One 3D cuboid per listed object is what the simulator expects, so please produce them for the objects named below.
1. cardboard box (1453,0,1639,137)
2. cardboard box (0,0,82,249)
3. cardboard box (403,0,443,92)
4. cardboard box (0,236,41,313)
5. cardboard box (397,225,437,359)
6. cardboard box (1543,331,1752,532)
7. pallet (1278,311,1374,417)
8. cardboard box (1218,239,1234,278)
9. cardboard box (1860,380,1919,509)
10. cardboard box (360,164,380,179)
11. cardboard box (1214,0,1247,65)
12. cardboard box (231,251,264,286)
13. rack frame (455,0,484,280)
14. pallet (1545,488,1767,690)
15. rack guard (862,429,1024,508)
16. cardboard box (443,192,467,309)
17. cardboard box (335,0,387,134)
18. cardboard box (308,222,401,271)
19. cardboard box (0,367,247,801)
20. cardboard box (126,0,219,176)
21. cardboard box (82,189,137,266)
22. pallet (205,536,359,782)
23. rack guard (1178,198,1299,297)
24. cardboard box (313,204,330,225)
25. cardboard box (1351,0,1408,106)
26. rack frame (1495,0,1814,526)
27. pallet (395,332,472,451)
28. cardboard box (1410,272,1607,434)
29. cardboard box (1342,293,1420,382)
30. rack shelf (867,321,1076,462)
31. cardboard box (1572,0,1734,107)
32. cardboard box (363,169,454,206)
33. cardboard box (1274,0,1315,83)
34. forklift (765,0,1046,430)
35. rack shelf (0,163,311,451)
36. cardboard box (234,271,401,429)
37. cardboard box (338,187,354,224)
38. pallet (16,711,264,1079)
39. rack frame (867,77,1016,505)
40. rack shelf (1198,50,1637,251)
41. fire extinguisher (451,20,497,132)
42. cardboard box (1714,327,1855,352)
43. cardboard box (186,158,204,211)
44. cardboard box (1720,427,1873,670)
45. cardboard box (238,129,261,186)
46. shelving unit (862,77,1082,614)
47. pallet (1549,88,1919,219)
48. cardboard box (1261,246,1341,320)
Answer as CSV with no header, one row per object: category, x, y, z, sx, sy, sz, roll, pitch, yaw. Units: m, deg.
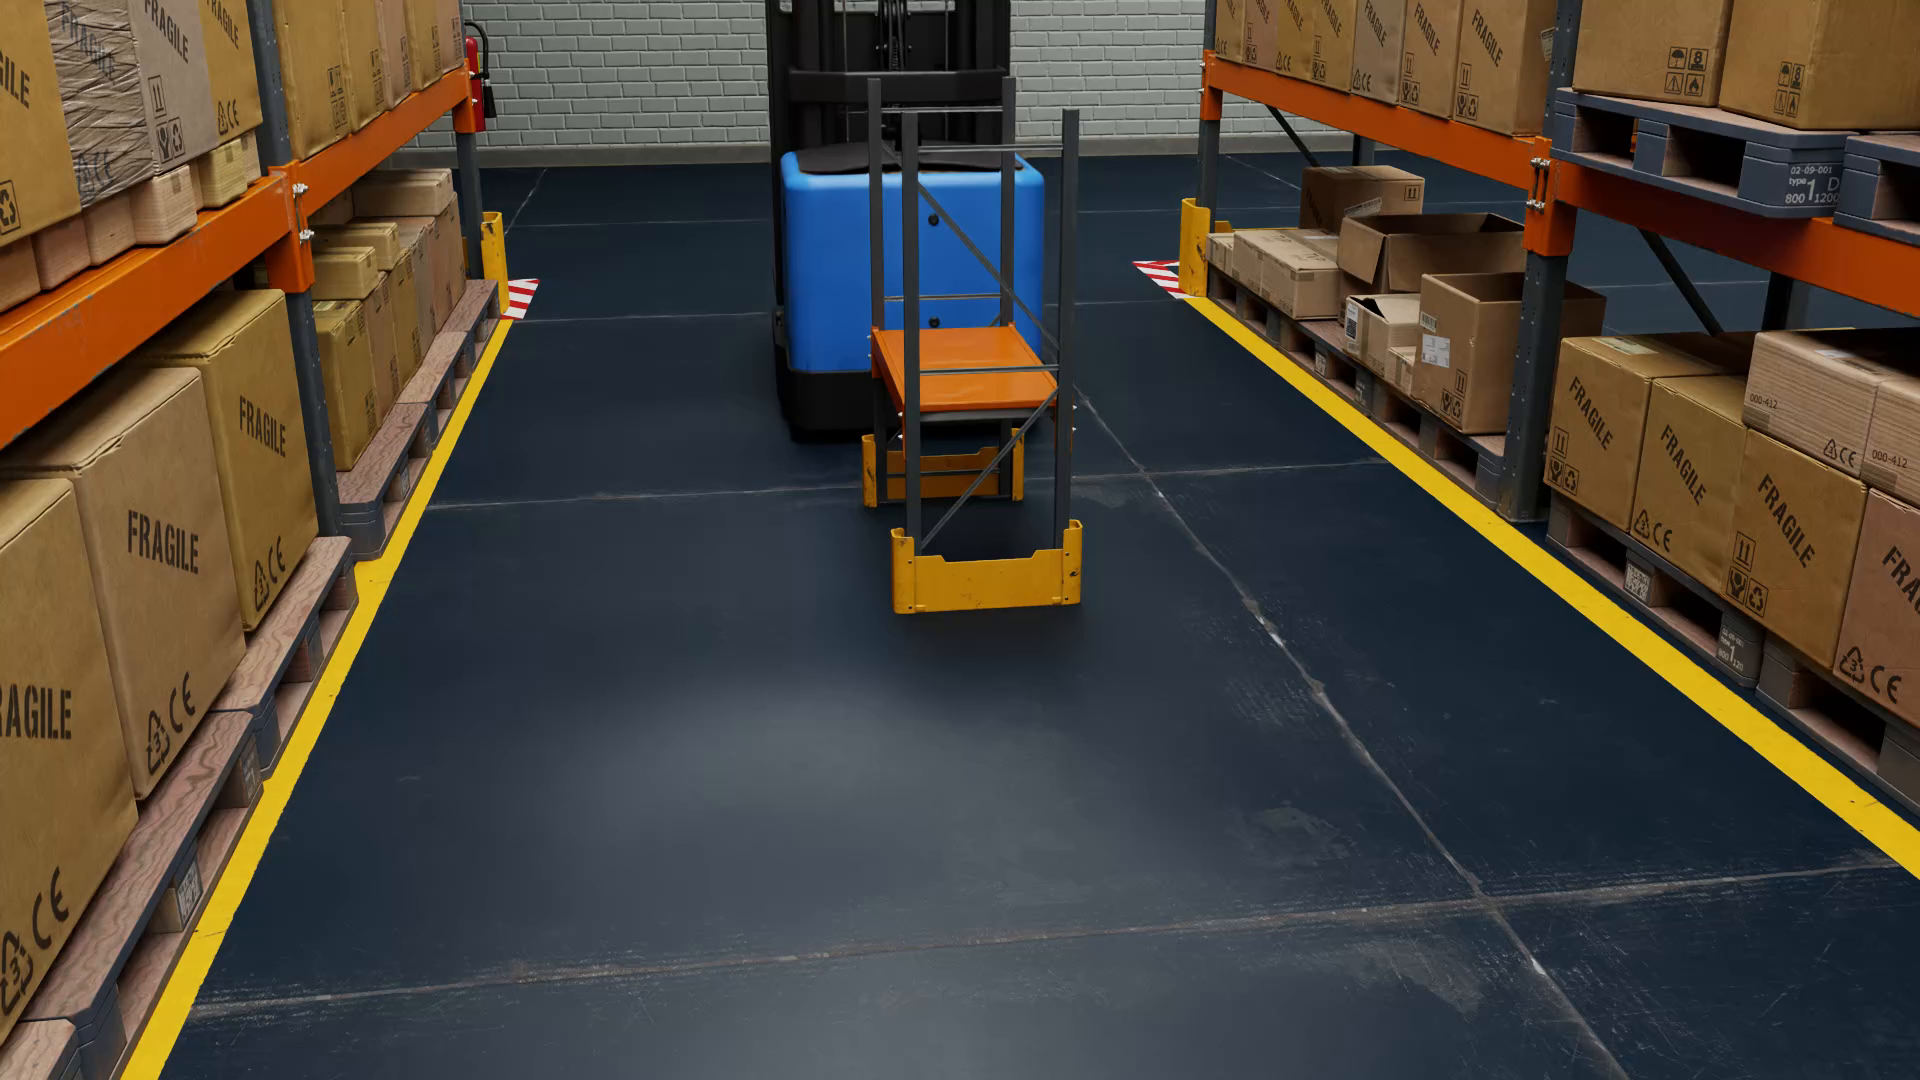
cardboard box,2.099,-1.709,5.862,0.500,0.500,0.500,-3,21,-7
cardboard box,-1.936,-0.776,2.911,0.500,0.500,0.500,-2,21,-6
cardboard box,-2.854,-2.349,7.290,0.980,0.700,0.700,-3,21,-8
cardboard box,-1.981,-0.505,3.112,0.380,0.149,0.250,-2,21,-6
cardboard box,-2.708,-1.077,7.285,0.700,0.500,0.500,-4,21,-10
cardboard box,2.253,-0.358,5.330,0.500,0.500,0.500,-4,21,-10
pallet,2.148,-0.857,7.709,1.003,0.211,1.213,-3,21,-8
cardboard box,1.604,-1.517,8.911,0.380,0.166,0.250,-3,21,-8
cardboard box,2.470,-0.189,3.807,0.500,0.250,0.500,-3,21,-9
cardboard box,-3.069,-1.761,8.190,0.380,0.149,0.250,-3,21,-7
cardboard box,1.651,-2.767,8.695,0.500,0.500,0.500,-2,21,-7
cardboard box,-2.775,-1.058,6.307,0.380,0.149,0.250,-4,21,-9
rack frame,-3.053,-2.636,8.487,1.000,3.000,0.127,-3,21,-8
pallet,2.579,0.084,5.190,1.003,0.211,1.213,-3,21,-8
rack guard,-0.061,-0.263,6.063,0.587,0.250,0.087,-3,21,-8
cardboard box,-2.853,-1.424,8.215,0.700,0.500,0.500,-3,21,-8
cardboard box,-2.638,-1.833,5.909,0.980,0.700,0.700,-3,21,-9
cardboard box,-2.427,-1.153,6.562,0.380,0.149,0.250,-4,21,-9
cardboard box,-2.123,0.085,3.673,0.750,0.750,0.750,-2,21,-6
cardboard box,-2.077,-1.123,3.840,0.500,0.500,0.500,-3,21,-7
cardboard box,-2.029,-0.685,3.594,0.380,0.149,0.250,-3,21,-8
pallet,-2.291,0.319,4.561,1.003,0.211,1.213,-3,21,-8
rack guard,1.859,-1.690,9.526,1.175,0.500,0.348,-3,21,-8
cardboard box,-2.885,-1.323,7.015,0.380,0.149,0.250,-3,21,-7
cardboard box,1.947,-2.065,6.816,0.500,0.500,0.500,-2,21,-7
rack frame,2.425,-1.502,5.451,1.000,3.000,0.127,-3,21,-8
pallet,-2.688,-0.635,7.115,1.003,0.211,1.213,-3,21,-8
cardboard box,2.062,-0.720,6.301,0.500,0.500,0.500,-3,21,-8
cardboard box,1.954,-0.891,7.030,0.500,0.311,0.500,-3,21,-8
rack shelf,0.012,-0.505,5.438,0.538,0.185,1.000,-3,21,-8
cardboard box,2.272,-1.570,4.891,0.700,0.500,0.500,-10,23,-26
cardboard box,-2.655,-1.693,8.007,0.380,0.149,0.250,-3,21,-8
cardboard box,1.800,-2.415,7.751,0.500,0.500,0.500,-3,21,-8
forklift,-0.350,-2.291,7.661,1.130,2.935,3.031,-3,21,-7
rack shelf,-2.188,-0.222,3.050,1.077,0.370,4.000,-3,21,-8
cardboard box,-2.552,-0.715,6.316,0.700,0.500,0.500,-3,21,-8
cardboard box,-2.960,-1.499,7.489,0.380,0.149,0.250,-3,21,-7
pallet,-2.112,0.742,3.428,1.003,0.211,1.213,-3,21,-8
rack frame,-0.061,-0.849,5.846,0.500,1.500,0.032,-3,21,-8
rack shelf,2.136,-1.858,7.431,1.077,0.370,4.000,-3,21,-8
fire extinguisher,-2.618,-2.501,8.768,0.296,0.674,0.183,-3,21,-8
cardboard box,2.780,-0.381,5.393,0.500,0.500,0.500,-3,21,-8
cardboard box,-2.095,-0.862,4.067,0.380,0.149,0.250,-2,21,-6
cardboard box,2.406,0.000,4.373,0.500,0.500,0.500,-3,21,-7
cardboard box,-2.148,-1.040,4.544,0.380,0.149,0.250,-3,21,-7
shelving unit,0.011,-0.676,5.383,0.587,1.500,1.083,-3,21,-8
pallet,2.432,-1.130,4.729,1.003,0.211,1.213,-3,21,-8
cardboard box,1.790,-1.256,8.094,0.500,0.250,0.500,-3,21,-8
